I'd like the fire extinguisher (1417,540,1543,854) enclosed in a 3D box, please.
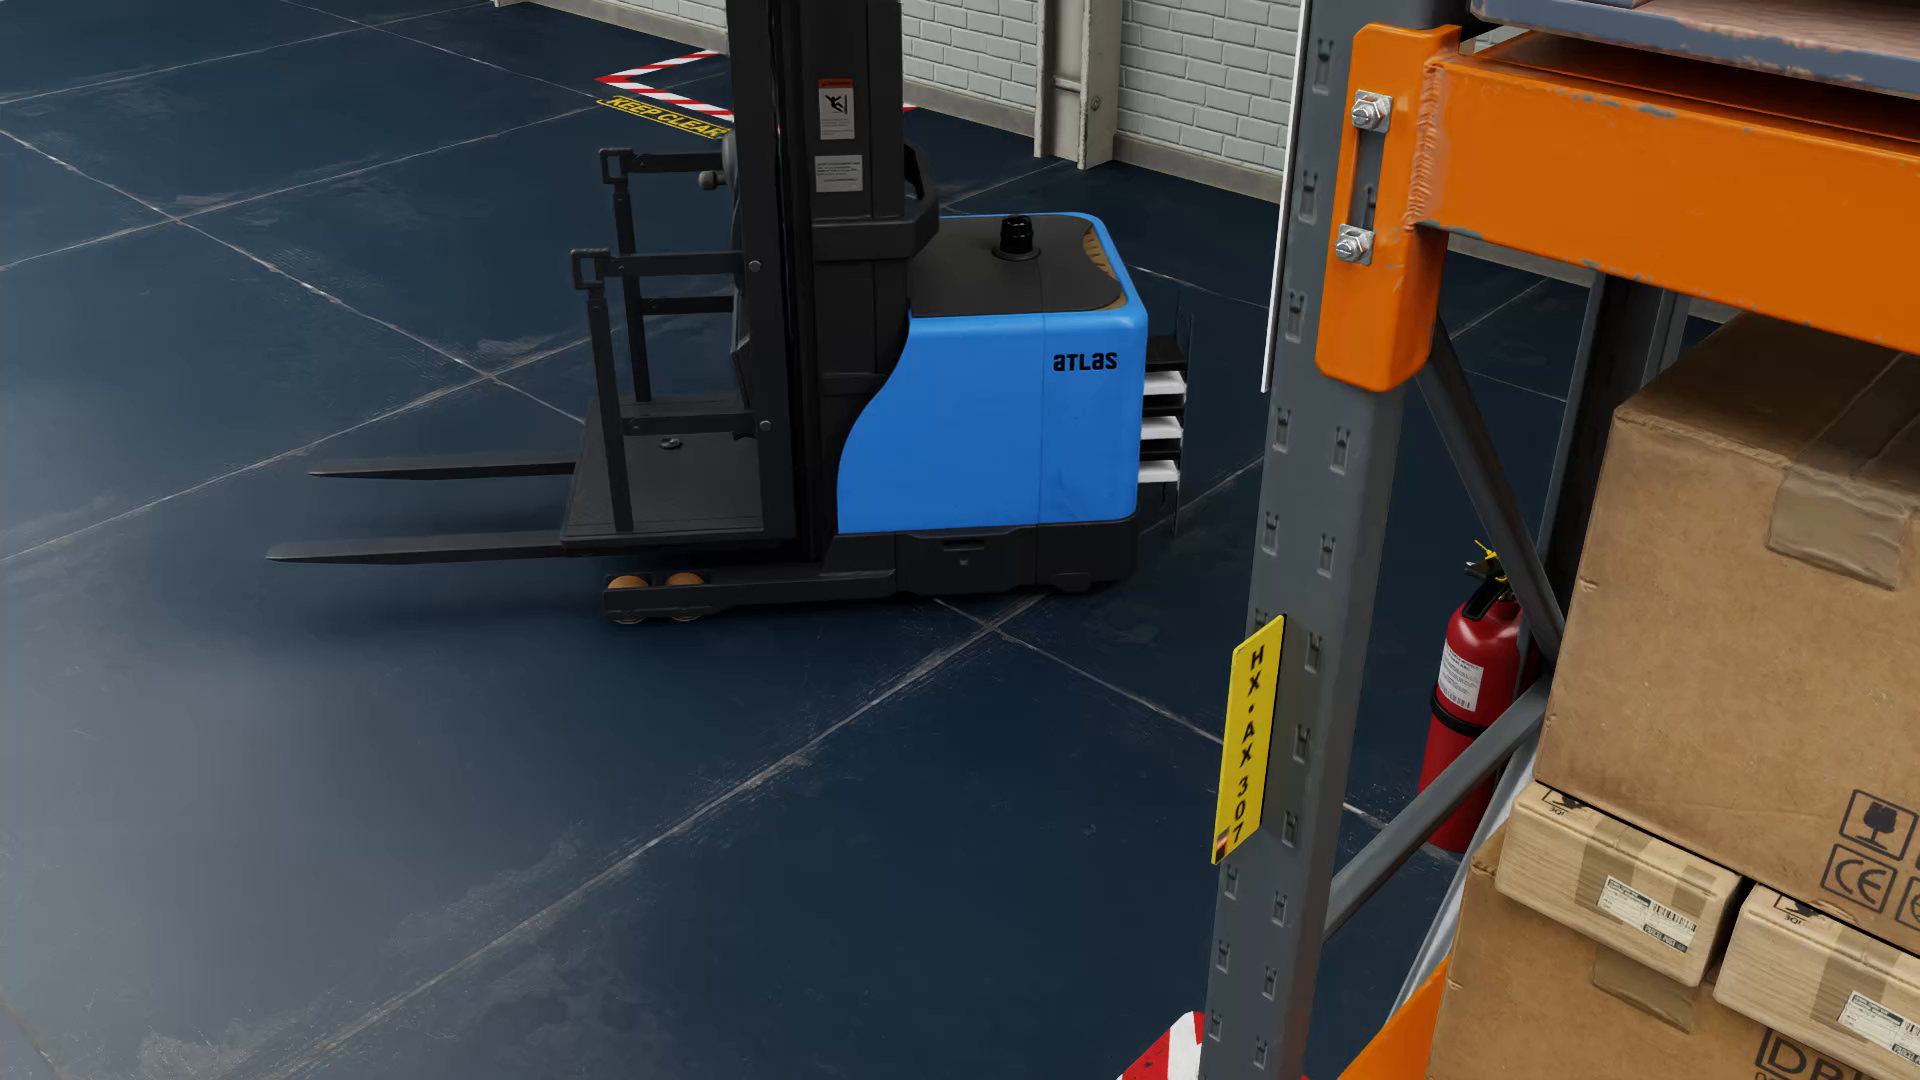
[{"bbox_3d":[0.949,0.256,2.992,0.183,0.674,0.296,25,39,35],"label":"fire extinguisher"}]

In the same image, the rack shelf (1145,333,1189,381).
[{"bbox_3d":[0.700,-0.661,6.017,0.200,0.077,0.258,-3,31,-5],"label":"rack shelf"}]

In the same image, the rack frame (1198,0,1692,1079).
[{"bbox_3d":[0.727,0.440,2.611,0.053,2.616,0.949,25,39,35],"label":"rack frame"}]

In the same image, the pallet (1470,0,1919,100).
[{"bbox_3d":[1.232,-0.551,1.435,1.213,0.211,1.003,25,39,35],"label":"pallet"}]

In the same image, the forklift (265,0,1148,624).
[{"bbox_3d":[-0.916,-1.250,5.484,3.031,2.935,1.130,-3,31,-5],"label":"forklift"}]

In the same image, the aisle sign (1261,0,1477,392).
[{"bbox_3d":[0.470,-0.578,1.781,0.004,0.787,0.394,25,39,35],"label":"aisle sign"}]

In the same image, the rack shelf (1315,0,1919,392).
[{"bbox_3d":[2.208,0.157,0.871,4.000,0.370,1.077,25,39,35],"label":"rack shelf"}]

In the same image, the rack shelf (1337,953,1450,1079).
[{"bbox_3d":[2.208,1.442,1.644,4.000,0.370,1.077,25,39,35],"label":"rack shelf"}]

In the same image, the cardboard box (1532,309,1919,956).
[{"bbox_3d":[1.102,0.027,1.941,0.500,0.500,0.700,25,39,35],"label":"cardboard box"}]

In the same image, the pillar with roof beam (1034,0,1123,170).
[{"bbox_3d":[-2.192,-4.543,5.072,0.400,9.000,9.100,25,39,35],"label":"pillar with roof beam"}]

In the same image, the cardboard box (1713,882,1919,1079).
[{"bbox_3d":[1.069,0.429,1.903,0.250,0.149,0.380,24,38,34],"label":"cardboard box"}]

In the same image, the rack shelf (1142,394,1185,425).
[{"bbox_3d":[0.700,-0.507,6.109,0.200,0.077,0.258,-3,31,-5],"label":"rack shelf"}]

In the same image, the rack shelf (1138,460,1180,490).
[{"bbox_3d":[0.700,-0.275,6.249,0.200,0.077,0.258,-3,31,-5],"label":"rack shelf"}]

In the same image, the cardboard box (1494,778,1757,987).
[{"bbox_3d":[0.871,0.339,2.053,0.250,0.149,0.380,25,39,35],"label":"cardboard box"}]

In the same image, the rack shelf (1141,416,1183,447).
[{"bbox_3d":[0.700,-0.430,6.156,0.200,0.077,0.258,-3,31,-5],"label":"rack shelf"}]

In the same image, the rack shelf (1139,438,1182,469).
[{"bbox_3d":[0.700,-0.353,6.202,0.200,0.077,0.258,-3,31,-5],"label":"rack shelf"}]

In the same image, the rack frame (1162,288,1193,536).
[{"bbox_3d":[0.801,-0.463,6.147,0.006,0.900,0.240,-3,31,-5],"label":"rack frame"}]

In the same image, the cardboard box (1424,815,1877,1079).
[{"bbox_3d":[1.062,0.565,2.306,0.500,0.500,0.700,25,39,35],"label":"cardboard box"}]

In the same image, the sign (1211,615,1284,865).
[{"bbox_3d":[0.348,0.247,2.016,0.005,0.325,0.100,25,39,35],"label":"sign"}]

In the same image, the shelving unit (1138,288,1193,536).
[{"bbox_3d":[0.700,-0.458,6.139,0.210,0.900,0.258,-3,31,-5],"label":"shelving unit"}]

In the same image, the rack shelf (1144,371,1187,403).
[{"bbox_3d":[0.700,-0.584,6.063,0.200,0.077,0.258,-3,31,-5],"label":"rack shelf"}]
